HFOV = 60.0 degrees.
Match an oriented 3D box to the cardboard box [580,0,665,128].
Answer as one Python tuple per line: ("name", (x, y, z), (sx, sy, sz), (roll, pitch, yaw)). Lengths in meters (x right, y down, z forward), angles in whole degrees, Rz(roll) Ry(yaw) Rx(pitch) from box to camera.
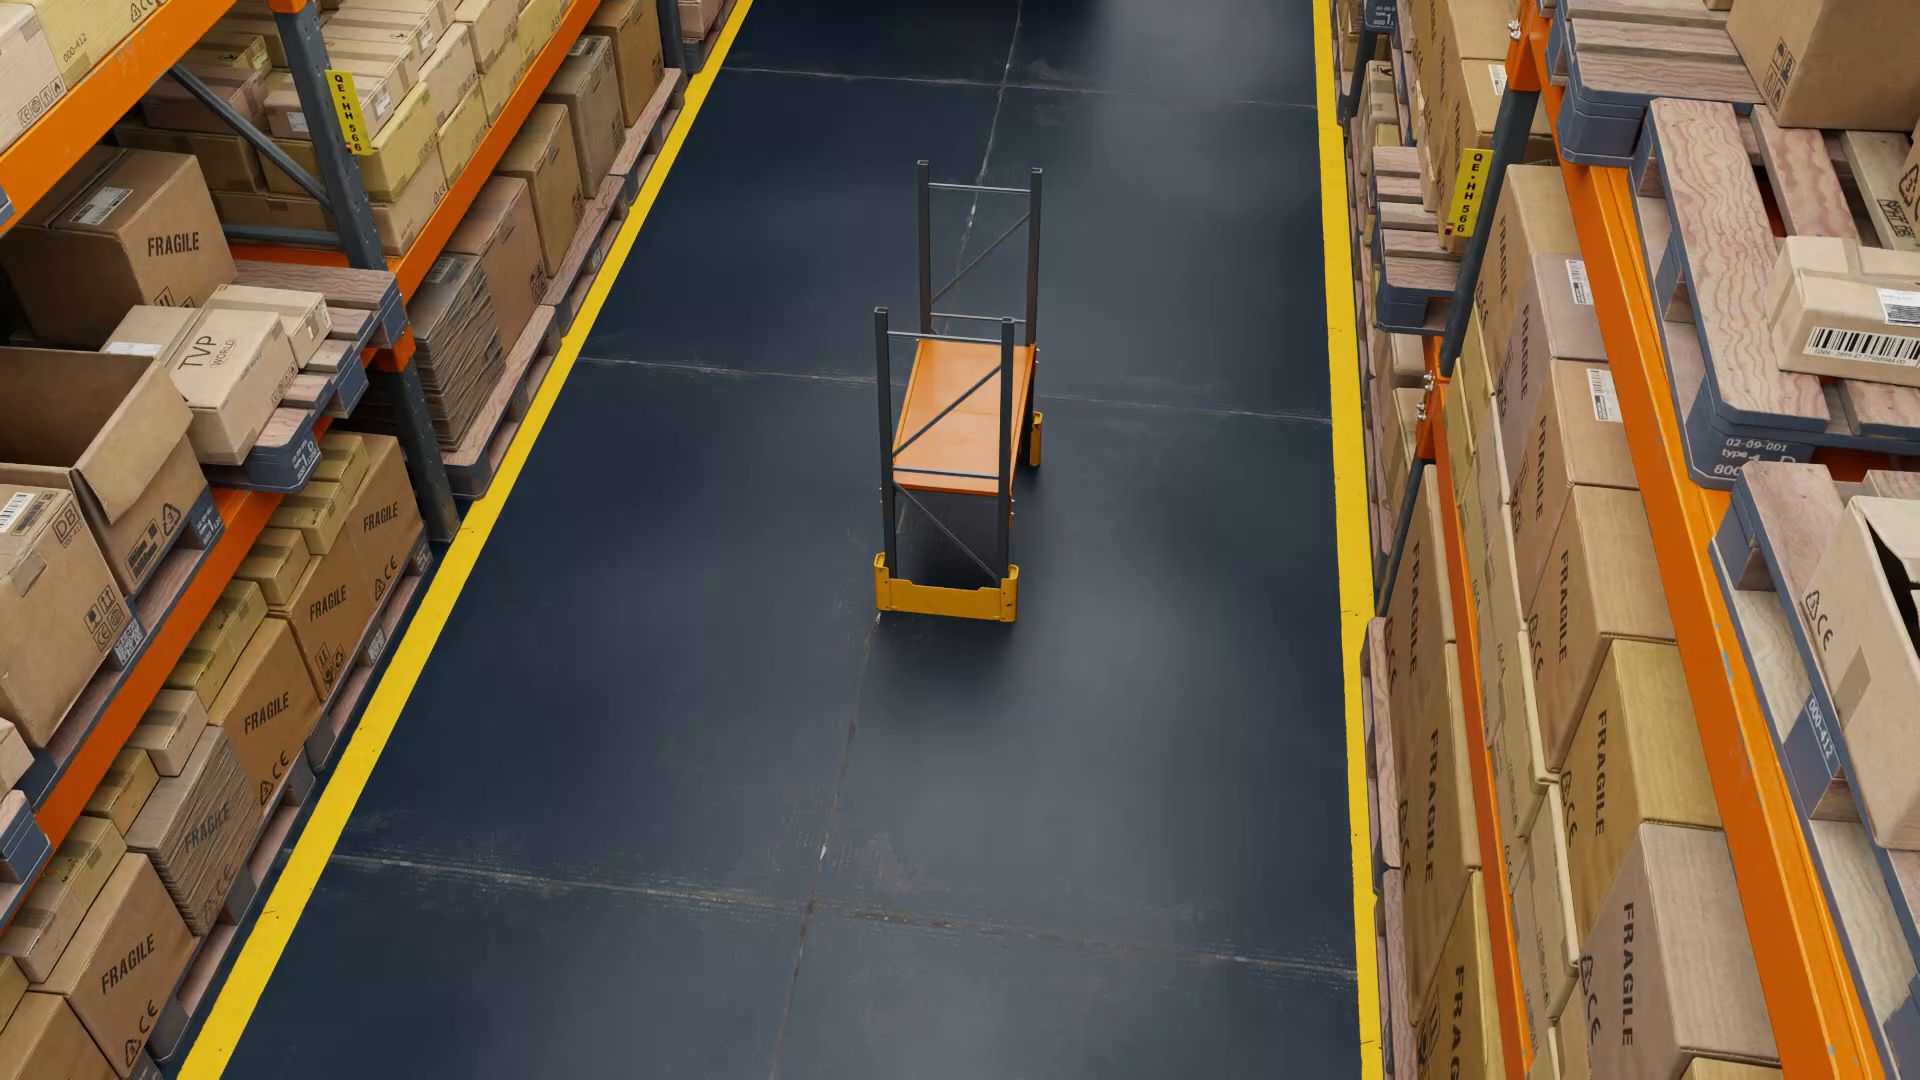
("cardboard box", (-2.228, -2.818, 9.466), (0.875, 0.625, 0.625), (7, 44, 7))

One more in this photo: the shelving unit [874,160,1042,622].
("shelving unit", (0.010, -0.597, 6.789), (0.587, 1.500, 1.083), (5, 44, 6))

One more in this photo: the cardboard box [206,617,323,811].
("cardboard box", (-2.685, 0.602, 5.946), (0.500, 0.500, 0.500), (7, 44, 7))

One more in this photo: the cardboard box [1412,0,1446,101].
("cardboard box", (2.130, -2.039, 6.627), (0.500, 0.500, 0.500), (3, 43, 3))

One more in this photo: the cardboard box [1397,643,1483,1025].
("cardboard box", (1.926, 0.980, 5.273), (0.875, 0.875, 0.875), (6, 44, 6))

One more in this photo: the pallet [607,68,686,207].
("pallet", (-2.229, -2.366, 9.595), (1.003, 0.211, 1.213), (5, 44, 6))

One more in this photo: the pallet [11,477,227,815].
("pallet", (-2.951, 0.237, 4.957), (1.003, 0.211, 1.213), (5, 44, 6))

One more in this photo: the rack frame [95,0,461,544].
("rack frame", (-2.699, -1.158, 6.292), (1.000, 3.000, 0.127), (5, 44, 6))

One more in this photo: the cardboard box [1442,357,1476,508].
("cardboard box", (1.908, -0.345, 5.541), (0.500, 0.250, 0.500), (5, 44, 5))

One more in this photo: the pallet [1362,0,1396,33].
("pallet", (2.506, -2.858, 8.227), (1.003, 0.211, 1.213), (5, 44, 6))

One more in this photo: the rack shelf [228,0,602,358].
("rack shelf", (-2.434, -2.260, 7.979), (1.077, 0.370, 4.000), (5, 44, 6))

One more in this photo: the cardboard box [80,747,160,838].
("cardboard box", (-2.799, 0.785, 5.280), (0.380, 0.149, 0.250), (5, 44, 6))

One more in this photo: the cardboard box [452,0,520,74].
("cardboard box", (-2.243, -2.262, 7.203), (0.500, 0.250, 0.500), (4, 44, 4))

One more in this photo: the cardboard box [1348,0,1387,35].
("cardboard box", (2.563, -3.290, 9.692), (0.500, 0.500, 0.500), (5, 44, 5))

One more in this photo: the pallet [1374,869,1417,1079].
("pallet", (1.879, 1.662, 5.341), (1.003, 0.211, 1.213), (5, 44, 6))

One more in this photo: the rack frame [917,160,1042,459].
("rack frame", (0.078, -0.949, 7.162), (0.500, 1.500, 0.032), (5, 44, 6))

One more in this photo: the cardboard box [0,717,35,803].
("cardboard box", (-2.663, 0.552, 4.278), (0.396, 0.266, 0.258), (7, 44, 8))

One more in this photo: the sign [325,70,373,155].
("sign", (-2.160, -1.507, 5.876), (0.100, 0.325, 0.005), (5, 44, 6))

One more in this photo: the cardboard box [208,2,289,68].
("cardboard box", (-2.838, -2.030, 6.667), (0.380, 0.149, 0.250), (5, 44, 5))

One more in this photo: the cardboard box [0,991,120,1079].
("cardboard box", (-2.880, 1.650, 4.838), (0.500, 0.500, 0.500), (5, 44, 5))

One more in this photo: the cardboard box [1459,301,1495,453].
("cardboard box", (1.910, -0.514, 5.357), (0.500, 0.250, 0.500), (5, 44, 5))

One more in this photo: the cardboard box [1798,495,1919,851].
("cardboard box", (1.601, 0.187, 2.448), (0.500, 0.311, 0.500), (5, 44, 6))

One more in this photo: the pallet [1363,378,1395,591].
("pallet", (2.327, -0.230, 7.339), (1.003, 0.211, 1.213), (5, 44, 6))

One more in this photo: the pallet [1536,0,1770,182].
("pallet", (2.189, -1.287, 4.383), (1.213, 0.211, 1.003), (7, 44, 7))

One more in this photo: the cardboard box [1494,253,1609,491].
("cardboard box", (1.858, -0.456, 4.750), (0.500, 0.500, 0.500), (5, 44, 6))

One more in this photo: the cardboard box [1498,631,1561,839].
("cardboard box", (1.682, 0.521, 4.263), (0.500, 0.250, 0.500), (6, 44, 6))

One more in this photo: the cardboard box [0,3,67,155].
("cardboard box", (-2.658, -1.138, 4.197), (0.500, 0.250, 0.500), (5, 44, 6))

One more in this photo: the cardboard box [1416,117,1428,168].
("cardboard box", (2.026, -1.552, 6.584), (0.380, 0.149, 0.250), (3, 44, 4))

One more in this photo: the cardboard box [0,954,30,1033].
("cardboard box", (-2.911, 1.307, 4.728), (0.380, 0.149, 0.250), (5, 44, 5))

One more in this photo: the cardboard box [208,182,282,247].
("cardboard box", (-2.893, -1.433, 6.691), (0.500, 0.250, 0.500), (4, 44, 5))

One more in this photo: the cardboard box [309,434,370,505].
("cardboard box", (-2.513, -0.279, 6.404), (0.380, 0.149, 0.250), (3, 44, 3))

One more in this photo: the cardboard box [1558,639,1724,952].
("cardboard box", (1.651, 0.593, 3.642), (0.500, 0.500, 0.500), (6, 44, 7))

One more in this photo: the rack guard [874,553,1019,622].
("rack guard", (-0.056, 0.197, 6.860), (0.587, 0.250, 0.087), (5, 44, 6))

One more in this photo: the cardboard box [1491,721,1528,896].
("cardboard box", (1.721, 0.701, 4.437), (0.500, 0.250, 0.500), (5, 44, 6))

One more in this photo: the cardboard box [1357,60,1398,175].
("cardboard box", (2.684, -2.276, 9.078), (0.950, 0.372, 0.625), (6, 44, 6))

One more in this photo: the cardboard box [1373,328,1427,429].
("cardboard box", (2.396, -0.796, 7.515), (0.950, 0.372, 0.625), (4, 44, 5))

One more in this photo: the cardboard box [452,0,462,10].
("cardboard box", (-2.296, -2.333, 6.988), (0.380, 0.149, 0.250), (6, 44, 6))

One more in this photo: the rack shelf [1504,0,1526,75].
("rack shelf", (2.486, -2.901, 6.473), (1.077, 0.370, 4.000), (5, 44, 6))

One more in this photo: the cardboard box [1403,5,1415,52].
("cardboard box", (2.165, -2.263, 7.336), (0.380, 0.149, 0.250), (7, 44, 7))

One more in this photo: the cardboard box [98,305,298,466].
("cardboard box", (-2.517, -0.508, 5.408), (0.500, 0.250, 0.500), (3, 44, 4))

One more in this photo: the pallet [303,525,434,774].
("pallet", (-2.835, 0.360, 6.717), (1.003, 0.211, 1.213), (5, 44, 6))

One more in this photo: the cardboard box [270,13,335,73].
("cardboard box", (-2.849, -1.965, 6.890), (0.500, 0.250, 0.500), (6, 44, 6))

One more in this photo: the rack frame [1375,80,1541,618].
("rack frame", (2.222, -0.710, 5.818), (1.000, 3.000, 0.127), (5, 44, 6))

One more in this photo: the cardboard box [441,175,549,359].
("cardboard box", (-2.524, -1.318, 7.882), (0.875, 0.625, 0.625), (7, 44, 7))

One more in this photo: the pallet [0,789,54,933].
("pallet", (-3.014, 1.103, 4.043), (1.003, 0.211, 1.213), (5, 44, 6))

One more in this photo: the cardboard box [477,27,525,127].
("cardboard box", (-2.265, -2.078, 7.372), (0.500, 0.250, 0.500), (4, 44, 4))

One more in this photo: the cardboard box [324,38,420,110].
("cardboard box", (-2.331, -1.803, 6.428), (0.380, 0.149, 0.250), (6, 44, 6))

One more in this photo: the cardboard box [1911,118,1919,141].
("cardboard box", (2.387, -0.932, 3.663), (0.396, 0.266, 0.258), (4, 44, 4))

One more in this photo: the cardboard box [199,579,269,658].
("cardboard box", (-2.677, 0.261, 5.834), (0.380, 0.149, 0.250), (6, 44, 7))
